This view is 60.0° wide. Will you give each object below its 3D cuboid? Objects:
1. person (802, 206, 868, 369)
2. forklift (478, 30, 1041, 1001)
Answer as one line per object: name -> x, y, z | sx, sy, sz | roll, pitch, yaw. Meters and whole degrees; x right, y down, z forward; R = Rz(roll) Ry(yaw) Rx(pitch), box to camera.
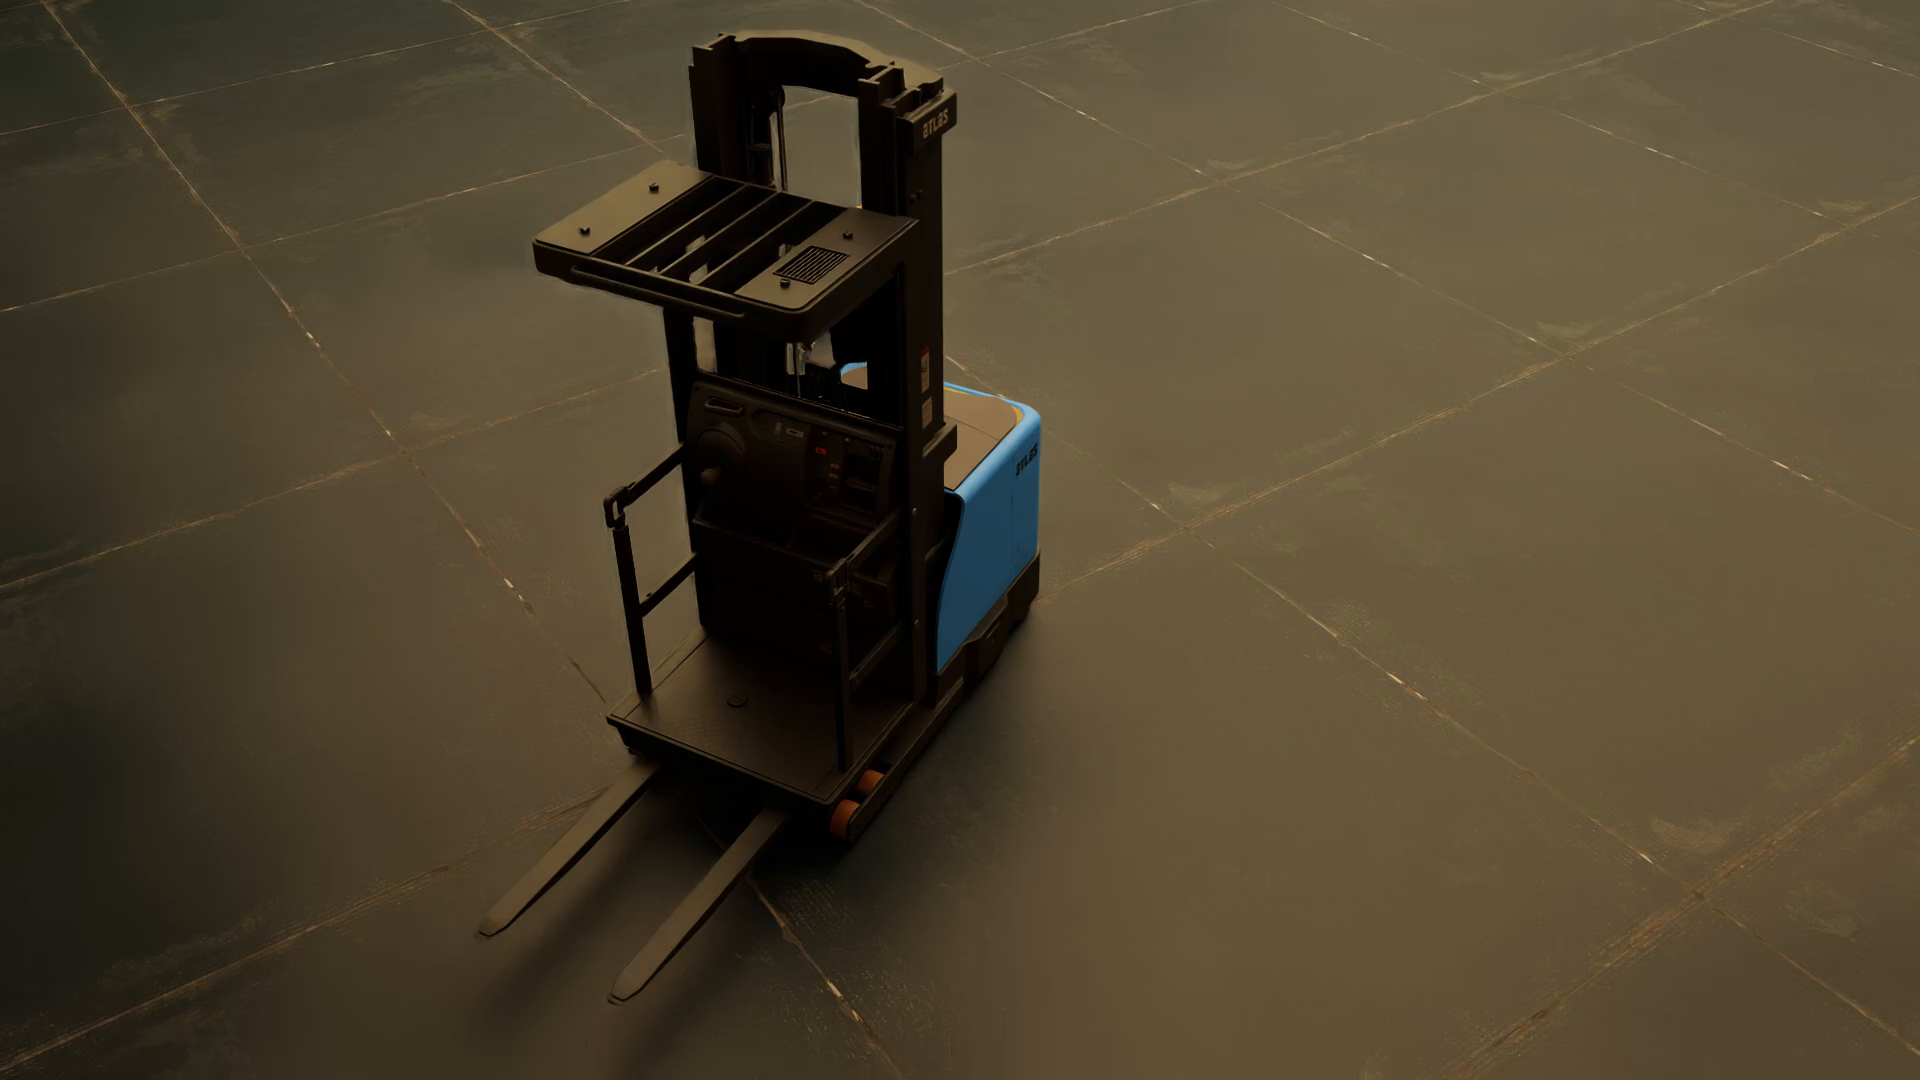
person -> -0.440, -0.952, 8.333 | 0.866, 1.656, 0.670 | 20, 41, 25
forklift -> -0.761, -0.266, 6.304 | 1.130, 2.935, 3.031 | 18, 40, 22
